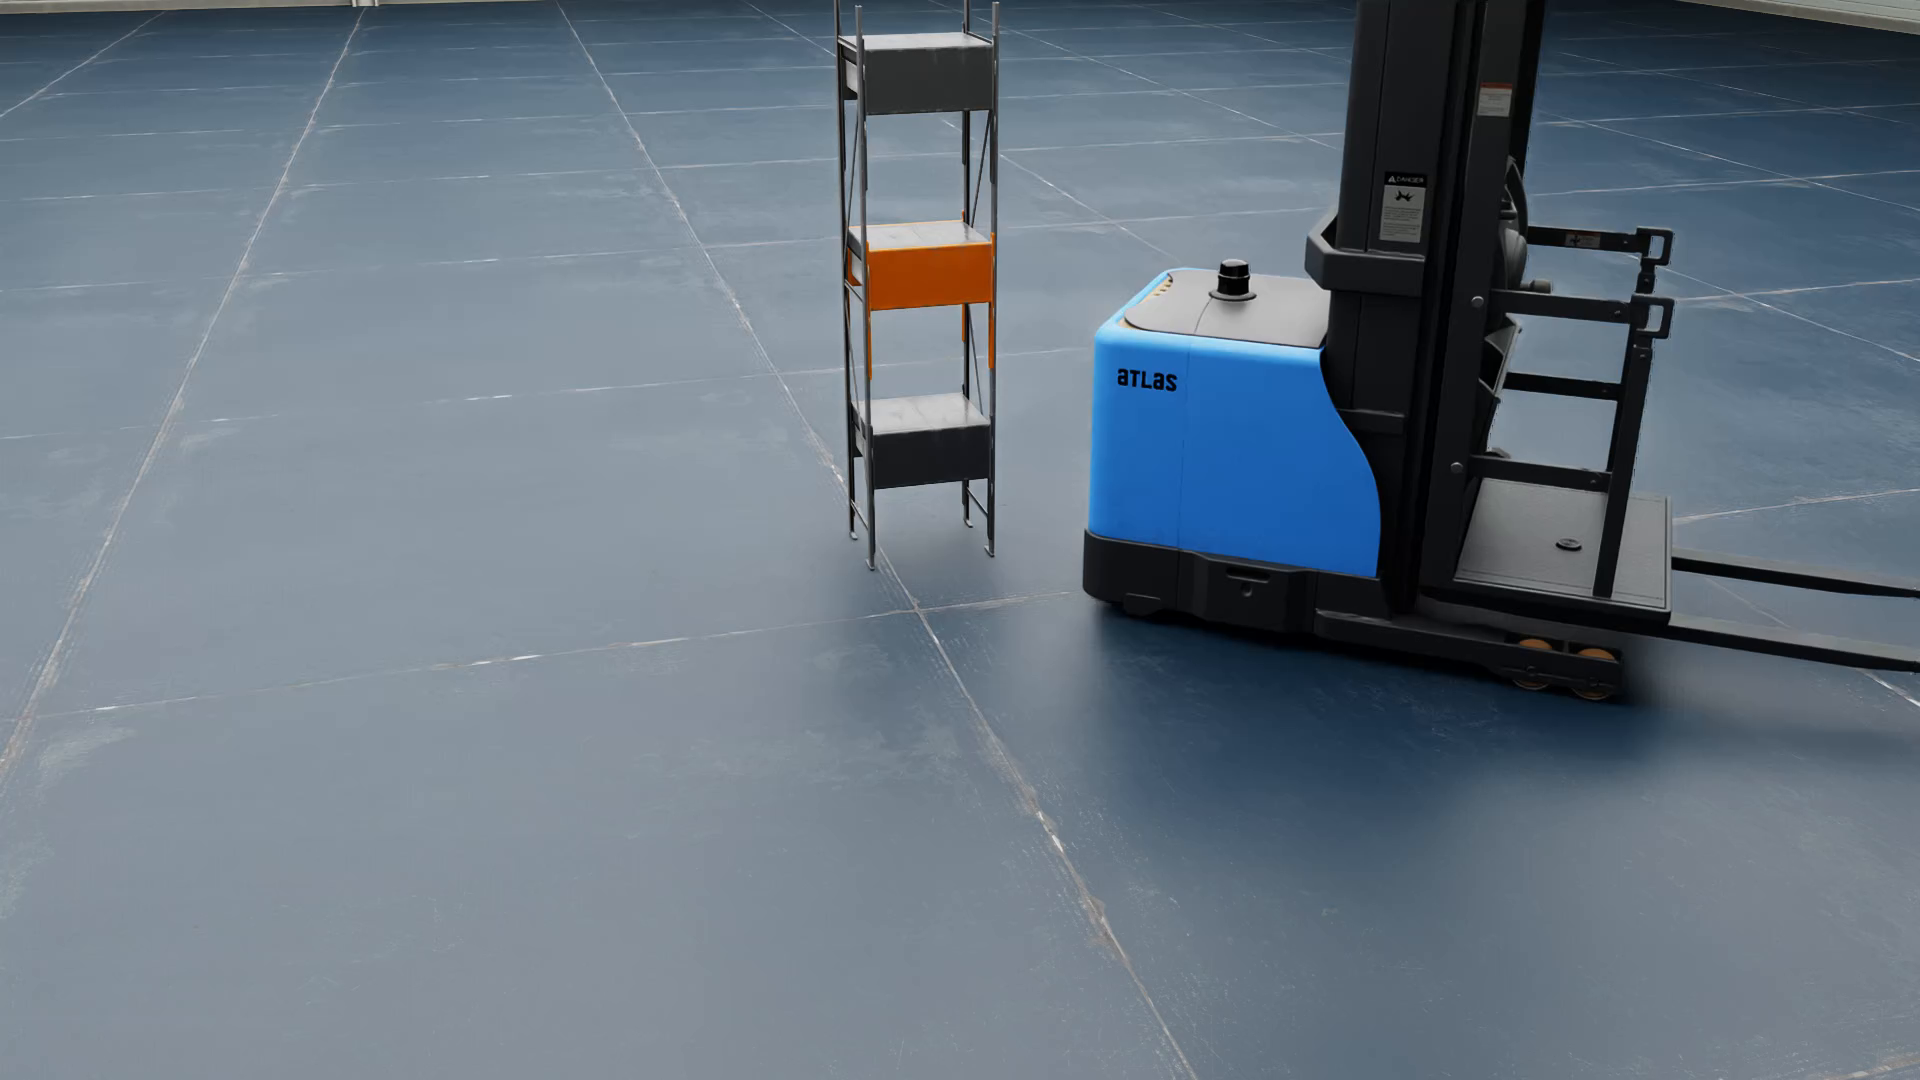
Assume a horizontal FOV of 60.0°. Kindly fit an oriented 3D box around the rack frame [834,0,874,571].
[{"bbox_3d":[-0.394,-0.921,6.234,0.015,2.100,0.400,-6,24,-14],"label":"rack frame"}]

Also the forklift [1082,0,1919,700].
[{"bbox_3d":[2.024,-1.054,5.489,3.031,2.935,1.130,9,25,20],"label":"forklift"}]

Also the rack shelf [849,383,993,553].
[{"bbox_3d":[-0.159,-0.291,6.576,0.480,0.518,0.431,-6,24,-14],"label":"rack shelf"}]

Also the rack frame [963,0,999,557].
[{"bbox_3d":[0.076,-0.973,6.355,0.015,2.100,0.400,-6,24,-14],"label":"rack frame"}]

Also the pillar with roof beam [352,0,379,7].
[{"bbox_3d":[-8.450,-11.153,21.331,0.400,9.000,9.100,-6,24,-14],"label":"pillar with roof beam"}]

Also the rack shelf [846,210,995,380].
[{"bbox_3d":[-0.159,-0.935,6.300,0.480,0.518,0.431,-6,24,-14],"label":"rack shelf"}]

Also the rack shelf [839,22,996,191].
[{"bbox_3d":[-0.159,-1.578,6.024,0.480,0.518,0.431,-6,24,-14],"label":"rack shelf"}]

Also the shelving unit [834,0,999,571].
[{"bbox_3d":[-0.159,-0.947,6.295,0.503,2.100,0.431,-6,24,-14],"label":"shelving unit"}]
